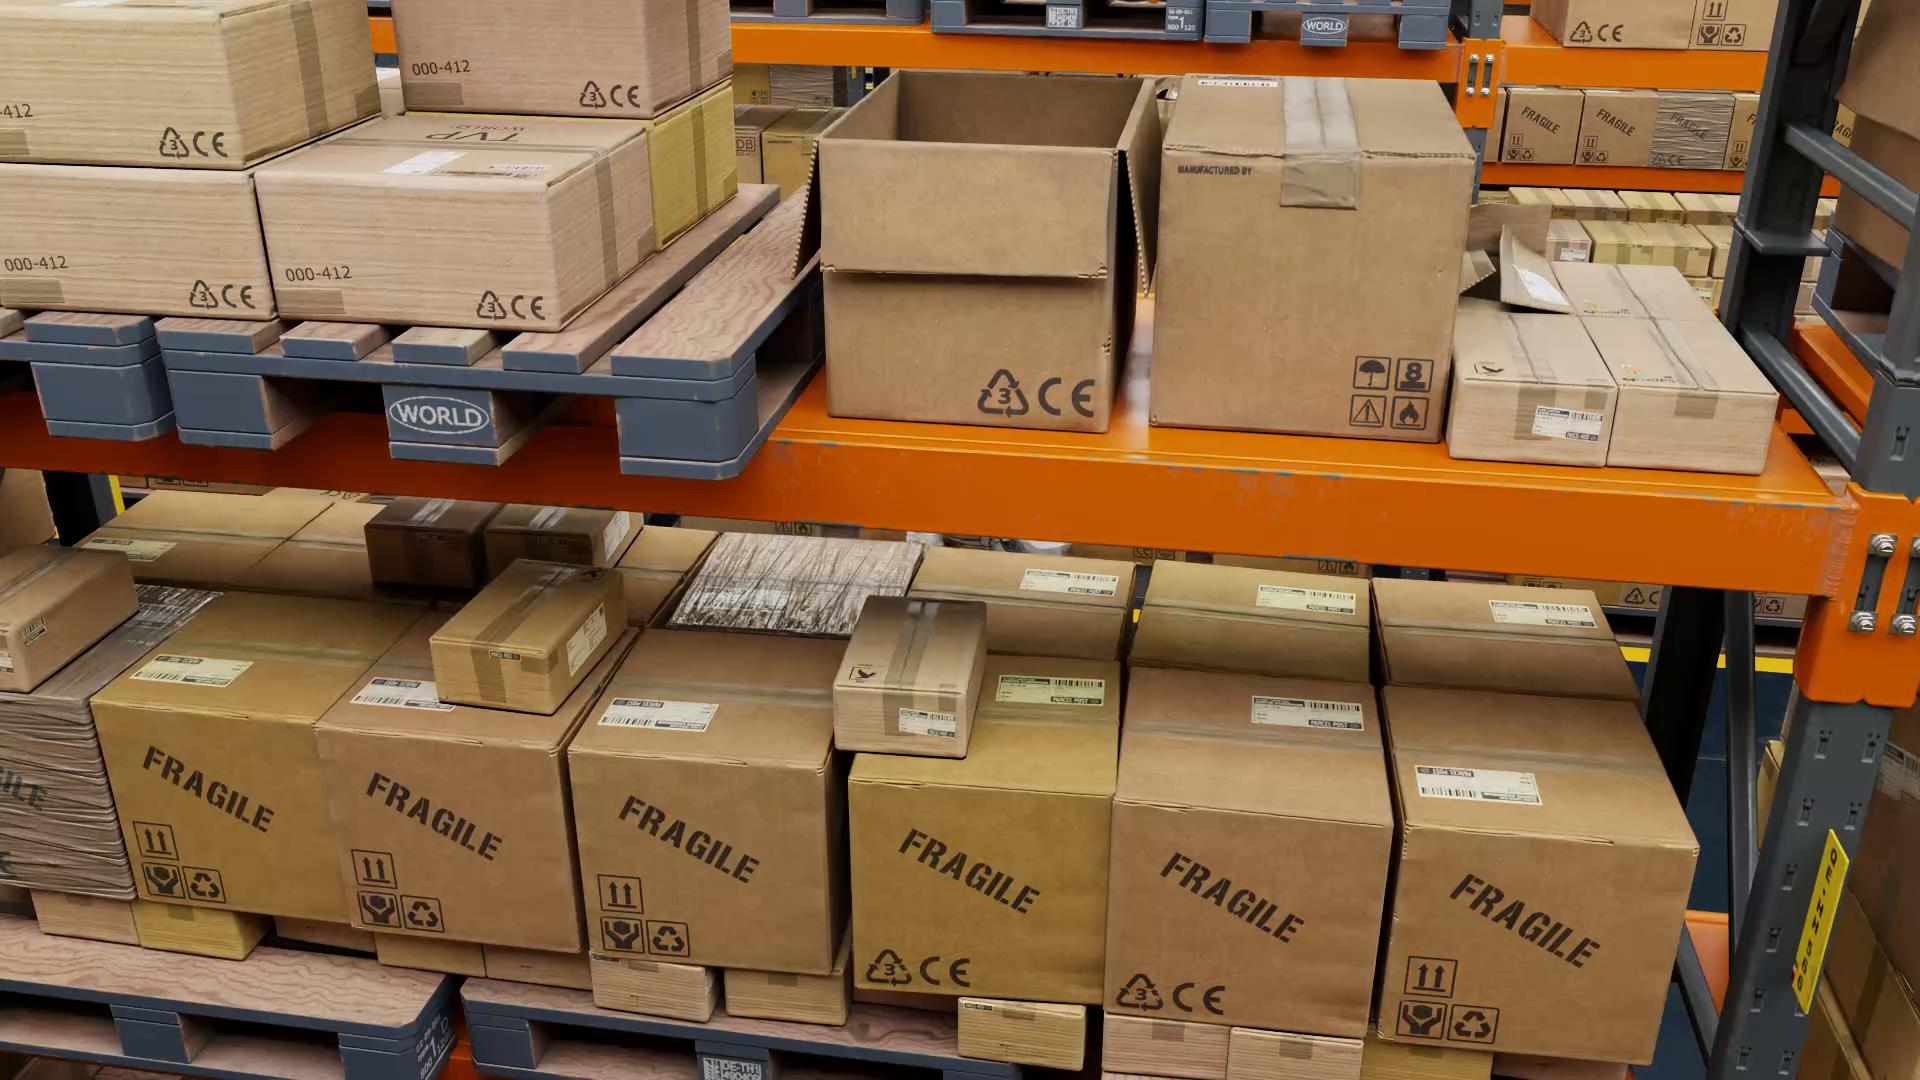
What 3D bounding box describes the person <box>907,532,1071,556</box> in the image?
[{"bbox_3d":[-0.002,0.158,7.425,1.038,1.196,0.490,9,26,18],"label":"person"}]
